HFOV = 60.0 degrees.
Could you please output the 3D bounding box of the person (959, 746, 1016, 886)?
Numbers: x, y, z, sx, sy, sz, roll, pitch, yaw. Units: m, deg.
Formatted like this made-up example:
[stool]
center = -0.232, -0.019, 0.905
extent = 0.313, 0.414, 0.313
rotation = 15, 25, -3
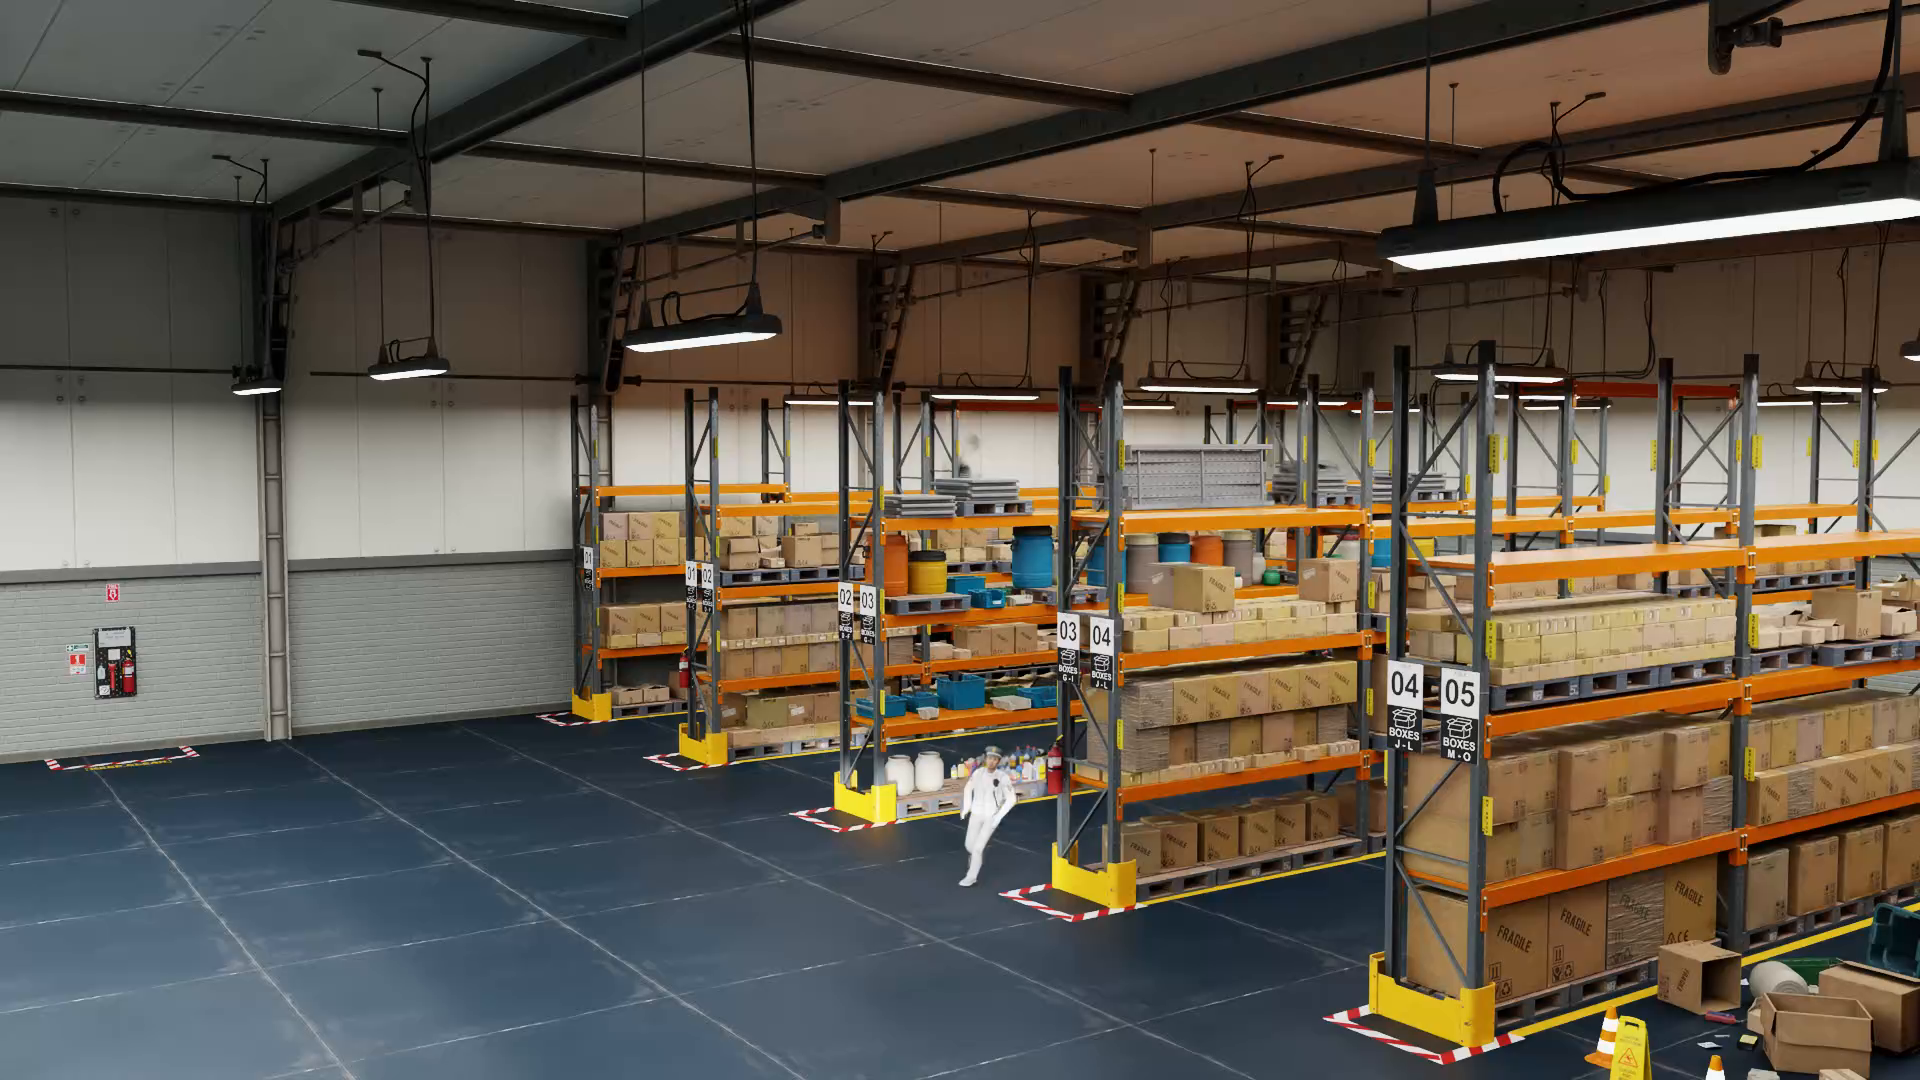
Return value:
[person]
center = 0.327, 3.190, 19.313
extent = 0.650, 1.620, 0.499
rotation = 1, 4, 21
